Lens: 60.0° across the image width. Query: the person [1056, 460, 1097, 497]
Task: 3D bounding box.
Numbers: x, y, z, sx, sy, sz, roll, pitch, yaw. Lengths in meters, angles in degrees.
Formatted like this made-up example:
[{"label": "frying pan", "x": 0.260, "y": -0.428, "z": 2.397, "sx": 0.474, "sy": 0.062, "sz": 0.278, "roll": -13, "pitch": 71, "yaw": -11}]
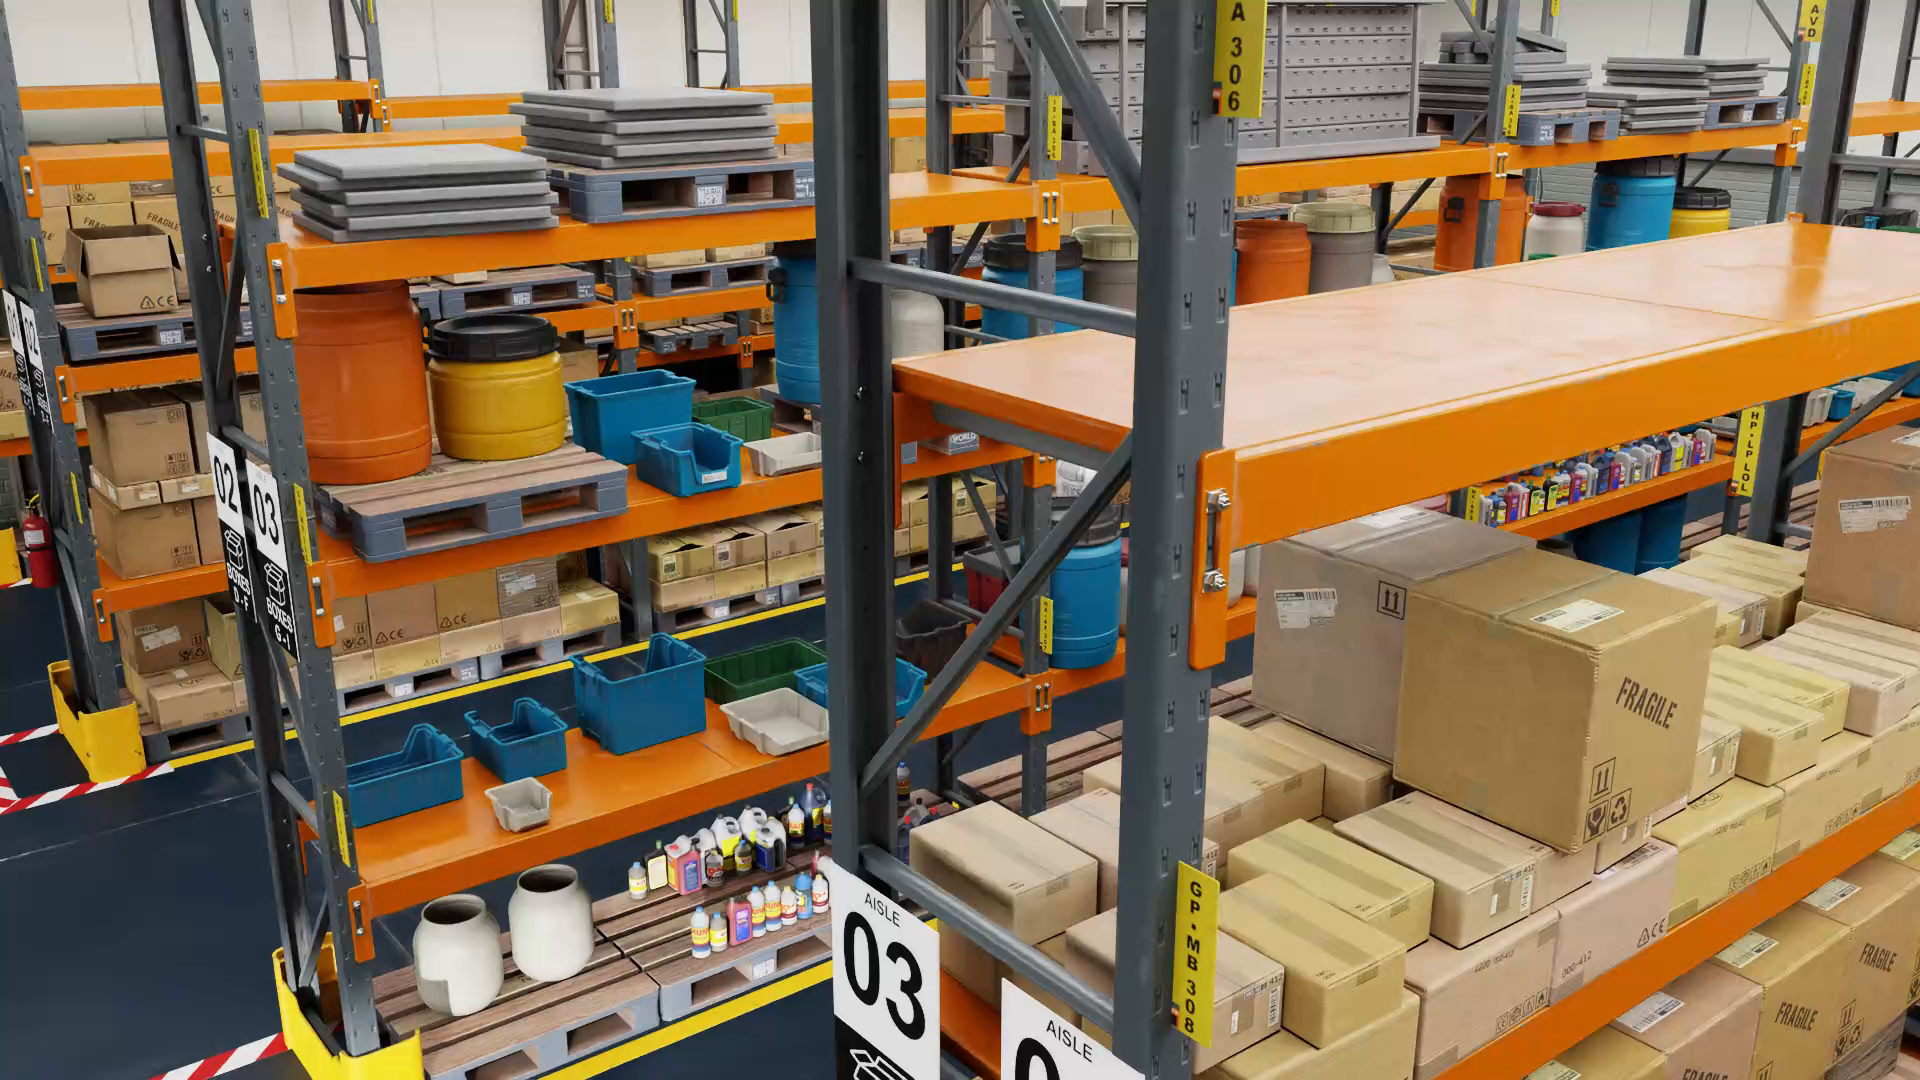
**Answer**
[{"label": "person", "x": 1.001, "y": -0.105, "z": 14.043, "sx": 0.357, "sy": 1.752, "sz": 0.468, "roll": -13, "pitch": 22, "yaw": -35}]
